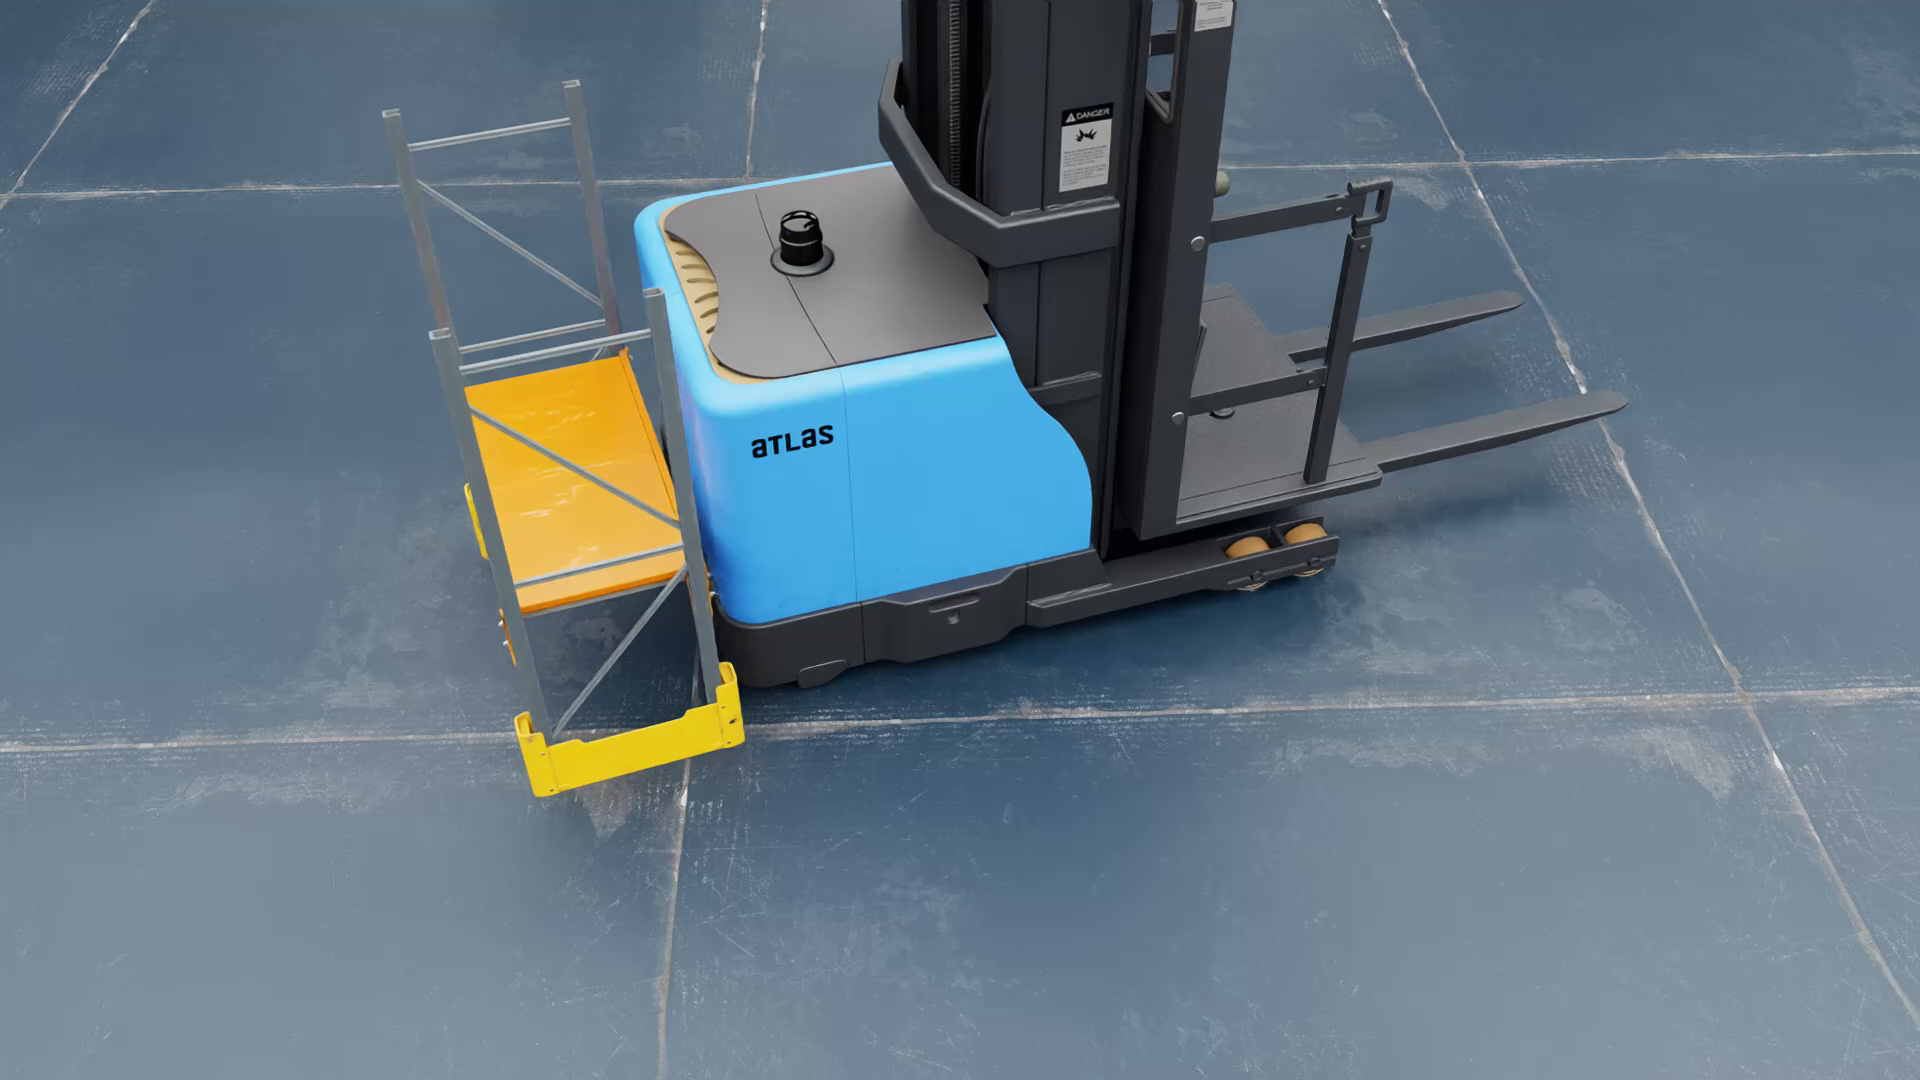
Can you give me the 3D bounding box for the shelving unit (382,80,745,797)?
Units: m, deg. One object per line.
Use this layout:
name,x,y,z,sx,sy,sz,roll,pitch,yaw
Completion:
shelving unit,-1.055,-0.264,4.427,0.587,1.500,1.083,-14,44,-14

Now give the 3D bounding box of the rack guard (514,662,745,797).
rack guard,-0.885,0.513,4.504,0.587,0.250,0.087,-14,44,-14

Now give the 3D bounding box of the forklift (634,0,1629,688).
forklift,0.638,-1.252,4.447,3.031,2.935,1.130,-13,44,-14

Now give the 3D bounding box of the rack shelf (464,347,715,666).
rack shelf,-1.052,-0.126,4.542,0.538,0.185,1.000,-14,44,-14

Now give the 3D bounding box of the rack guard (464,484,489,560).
rack guard,-1.222,-0.120,5.195,0.587,0.250,0.087,-14,44,-14

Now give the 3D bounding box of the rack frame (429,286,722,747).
rack frame,-0.880,0.065,4.068,0.500,1.500,0.032,-14,44,-14

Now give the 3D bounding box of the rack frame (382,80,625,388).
rack frame,-1.224,-0.581,4.773,0.500,1.500,0.032,-14,44,-14
